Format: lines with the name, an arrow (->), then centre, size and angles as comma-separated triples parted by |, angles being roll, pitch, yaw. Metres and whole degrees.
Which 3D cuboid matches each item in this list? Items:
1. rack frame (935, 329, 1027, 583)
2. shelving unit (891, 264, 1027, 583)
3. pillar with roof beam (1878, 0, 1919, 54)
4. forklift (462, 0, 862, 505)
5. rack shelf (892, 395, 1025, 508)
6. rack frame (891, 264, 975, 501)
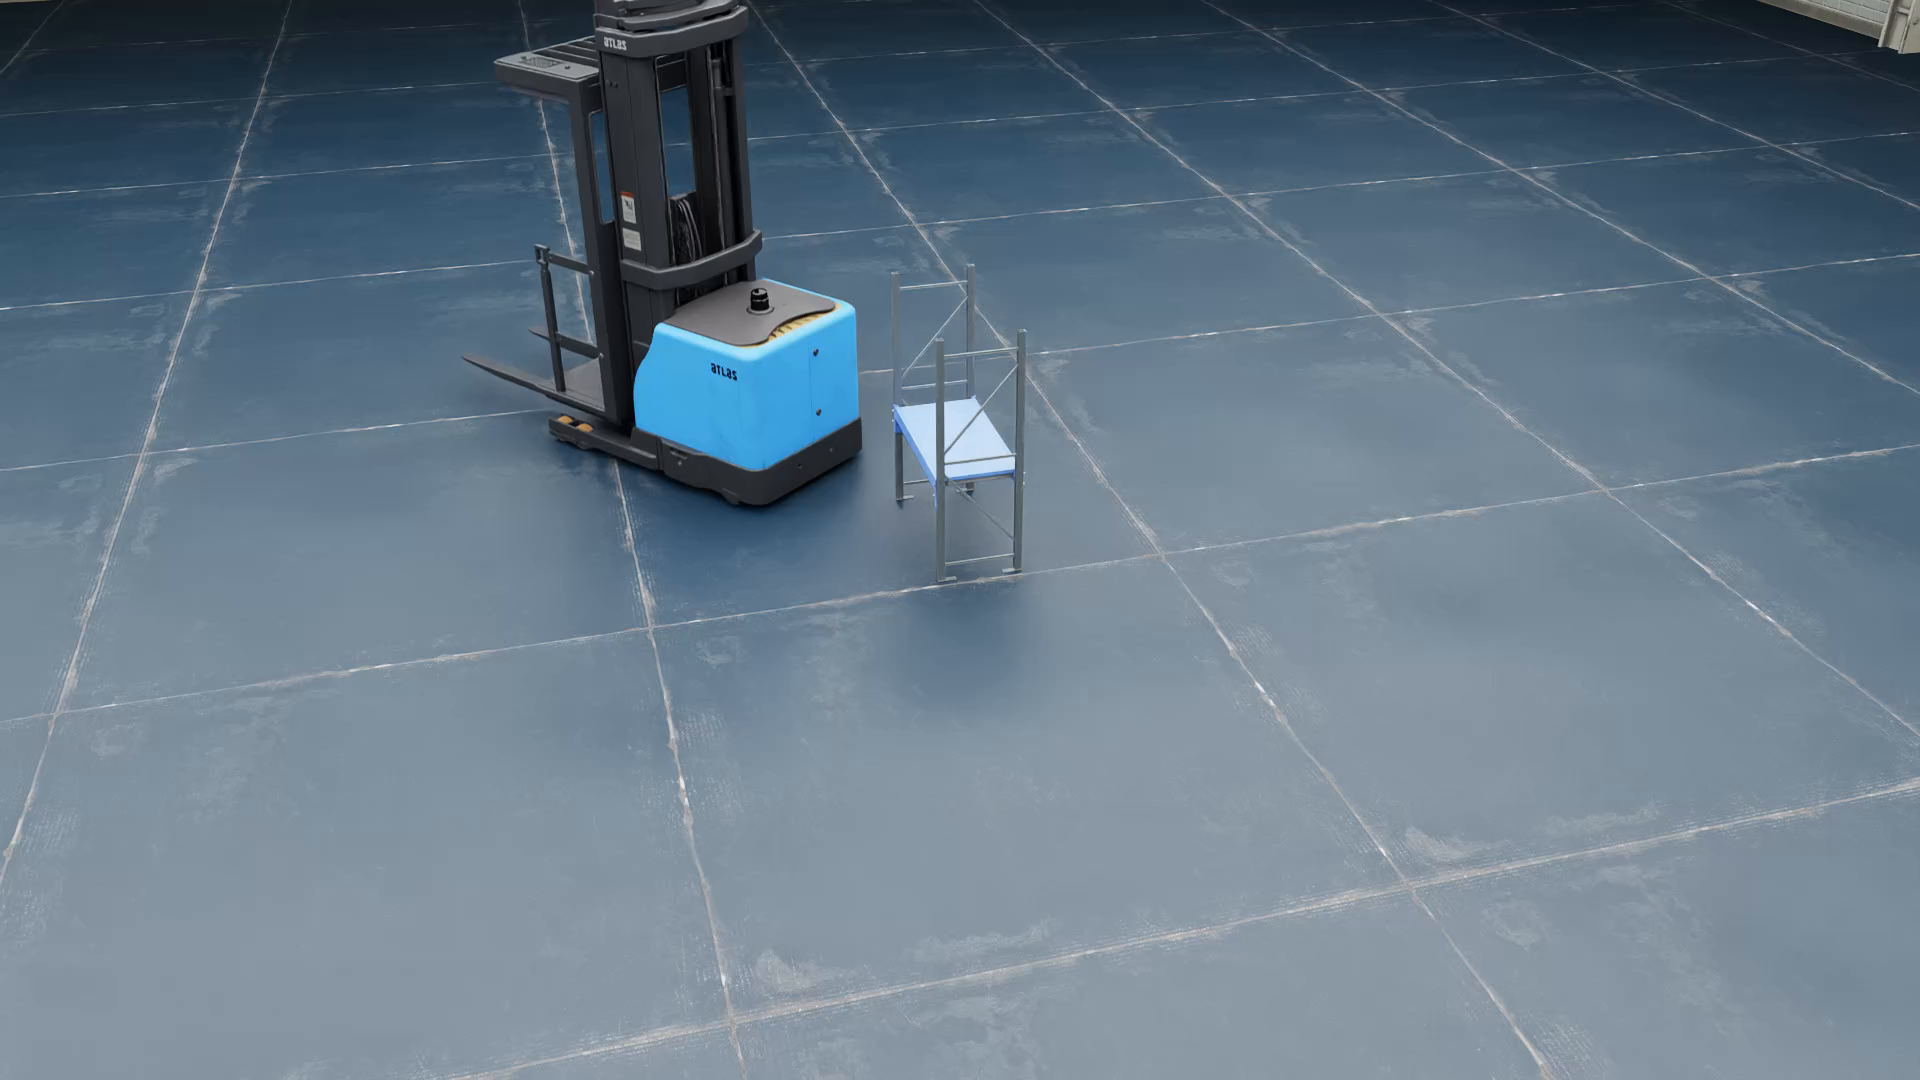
rack frame -> 0.112, -0.445, 9.252 | 0.500, 1.500, 0.032 | -8, 31, -13
shelving unit -> -0.023, -0.690, 9.677 | 0.538, 1.500, 1.048 | -8, 31, -13
pillar with roof beam -> 7.361, -9.338, 17.131 | 9.100, 9.000, 0.400 | -8, 31, -13
forklift -> -2.123, -2.061, 10.615 | 3.031, 2.935, 1.130 | 20, 36, 31
rack shelf -> -0.023, -0.535, 9.767 | 0.538, 0.185, 1.000 | -8, 31, -13
rack frame -> -0.158, -0.936, 10.101 | 0.500, 1.500, 0.032 | -8, 31, -13
